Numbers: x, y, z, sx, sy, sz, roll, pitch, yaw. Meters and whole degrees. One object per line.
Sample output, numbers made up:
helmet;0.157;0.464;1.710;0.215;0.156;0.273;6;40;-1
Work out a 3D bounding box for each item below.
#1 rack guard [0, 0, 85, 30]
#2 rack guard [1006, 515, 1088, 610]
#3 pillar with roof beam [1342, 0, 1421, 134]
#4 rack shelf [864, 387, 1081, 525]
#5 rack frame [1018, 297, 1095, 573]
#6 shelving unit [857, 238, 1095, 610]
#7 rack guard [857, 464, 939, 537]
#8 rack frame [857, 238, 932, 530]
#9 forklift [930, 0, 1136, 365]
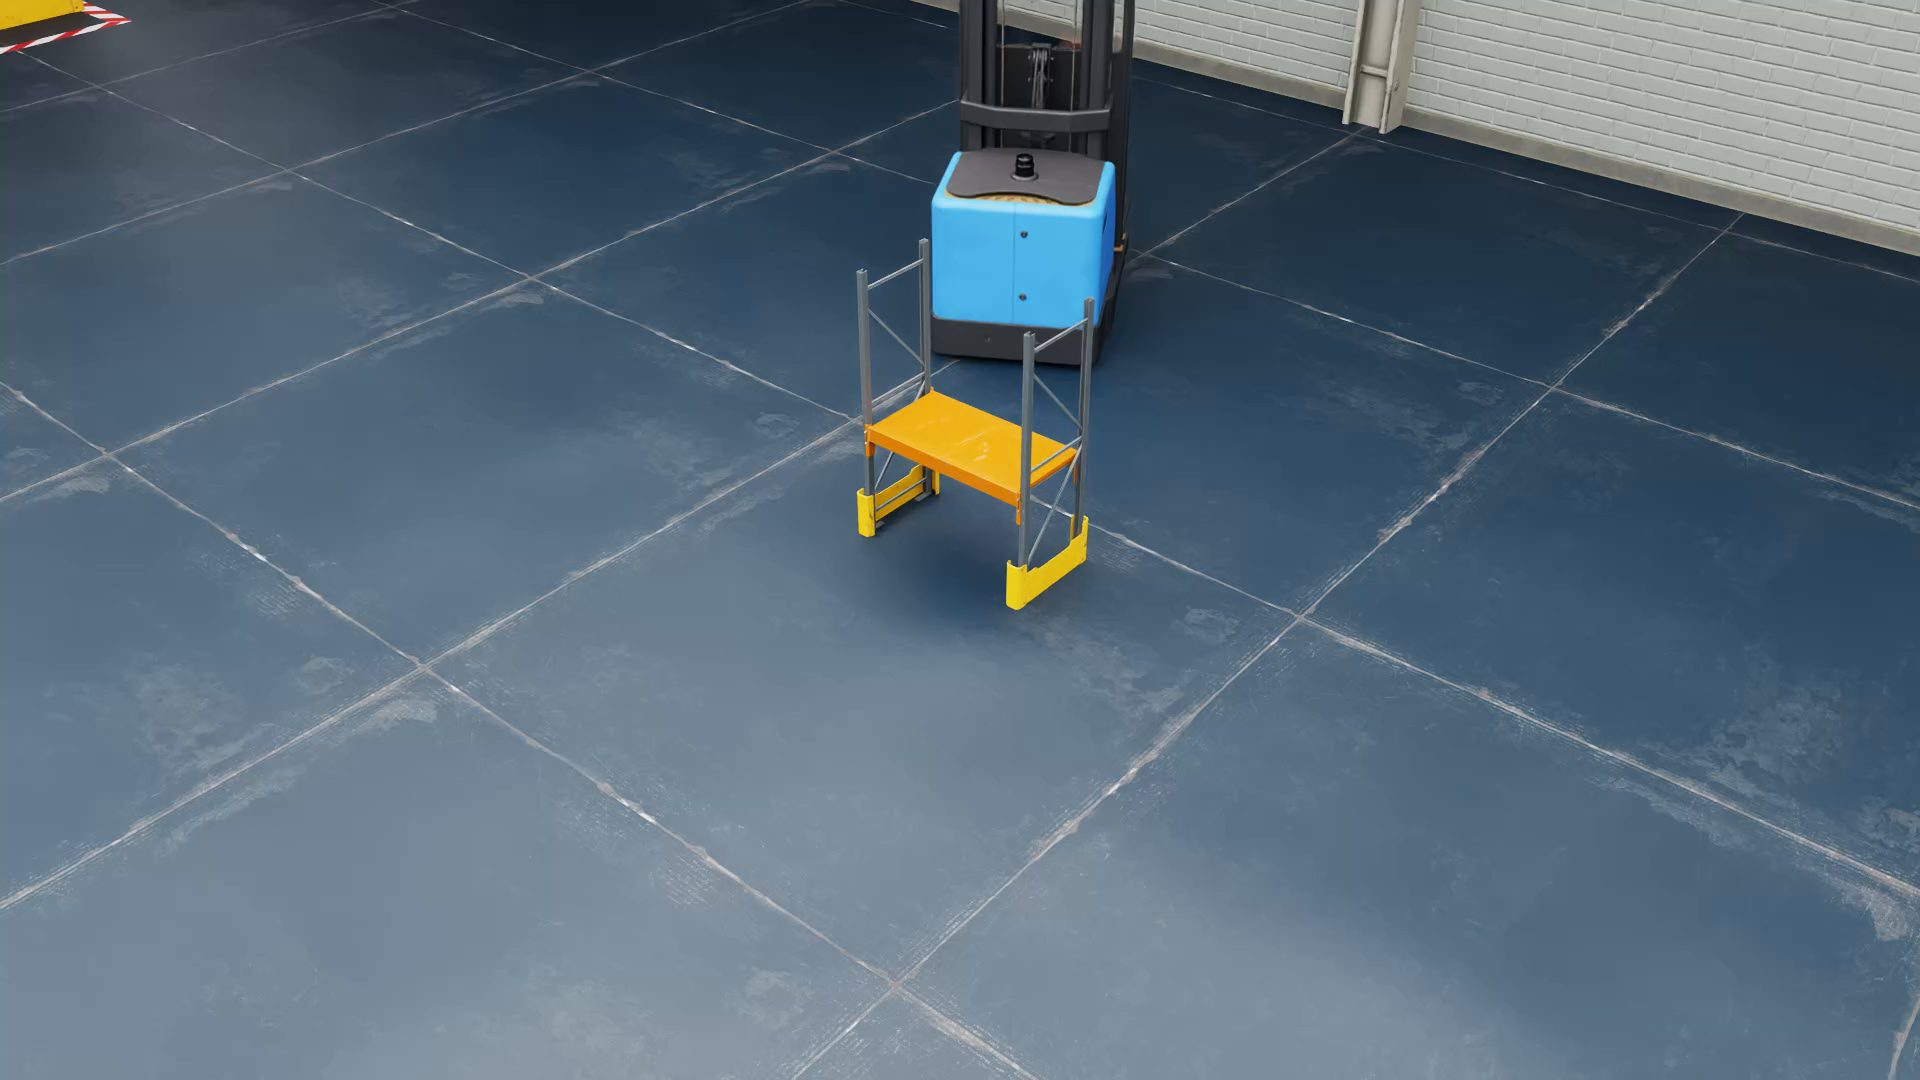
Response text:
rack guard;-9.082;-5.227;15.920;0.348;0.500;1.175;25;42;32
rack guard;0.441;0.105;8.376;0.087;0.250;0.587;25;42;32
pillar with roof beam;0.659;-5.289;8.502;0.400;9.000;9.100;25;42;32
rack shelf;0.066;-0.439;8.382;1.000;0.185;0.538;25;42;32
rack frame;0.456;-0.403;8.012;0.032;1.500;0.500;25;42;32
shelving unit;0.059;-0.591;8.285;1.083;1.500;0.587;25;42;32
rack guard;-0.324;-0.256;8.902;0.087;0.250;0.587;25;42;32
rack frame;-0.325;-0.771;8.549;0.032;1.500;0.500;25;42;32
forklift;0.579;-3.103;10.680;1.130;2.935;3.031;6;35;8
